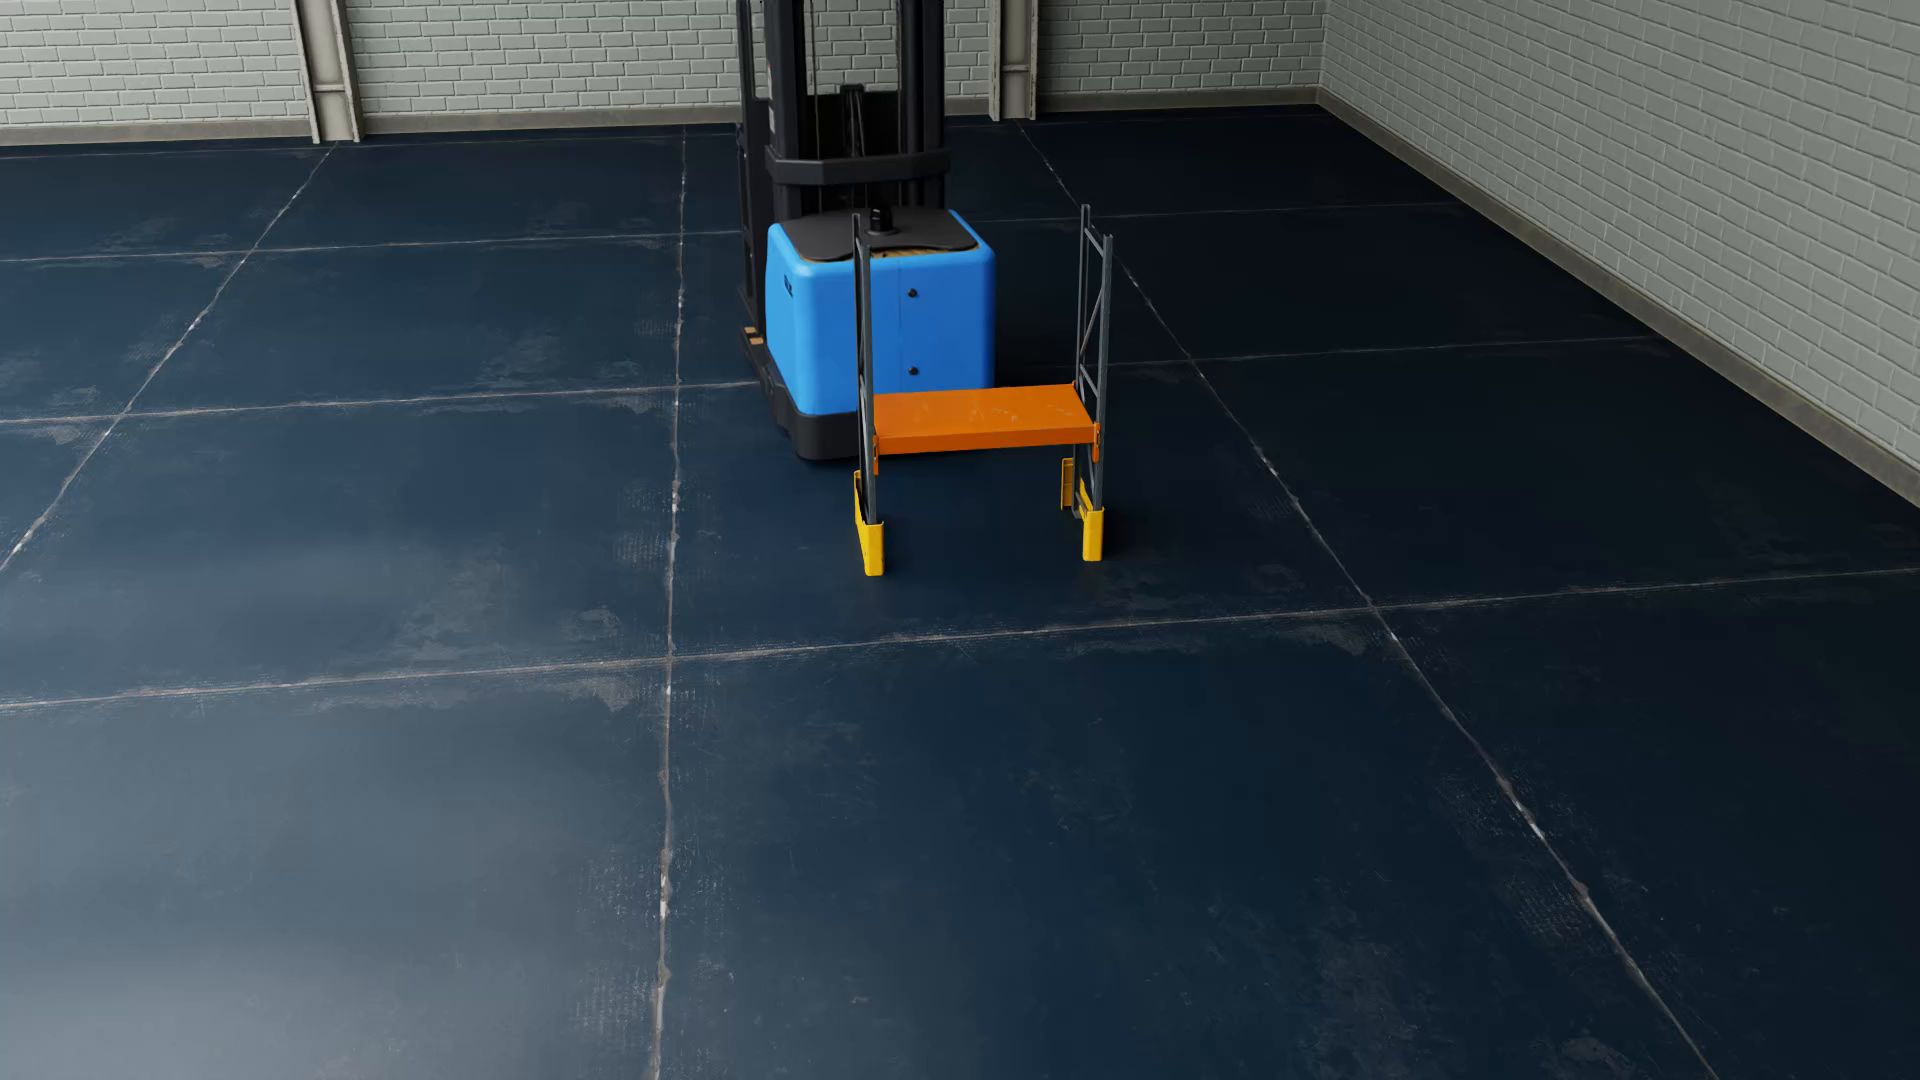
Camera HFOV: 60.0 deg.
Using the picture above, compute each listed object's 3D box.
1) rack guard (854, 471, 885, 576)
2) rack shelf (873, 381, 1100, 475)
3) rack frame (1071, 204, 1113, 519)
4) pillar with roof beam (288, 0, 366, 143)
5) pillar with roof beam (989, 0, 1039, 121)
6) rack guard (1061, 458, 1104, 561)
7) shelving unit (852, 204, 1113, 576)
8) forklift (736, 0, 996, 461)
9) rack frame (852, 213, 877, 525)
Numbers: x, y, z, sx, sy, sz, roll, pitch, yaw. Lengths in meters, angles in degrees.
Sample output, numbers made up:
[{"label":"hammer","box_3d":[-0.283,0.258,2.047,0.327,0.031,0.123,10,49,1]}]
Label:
[{"label":"rack guard","box_3d":[-0.418,-0.084,7.641,0.087,0.250,0.587,-4,27,-7]},{"label":"rack shelf","box_3d":[0.084,-0.513,7.500,1.000,0.185,0.538,-4,27,-7]},{"label":"rack frame","box_3d":[0.588,-0.705,7.481,0.032,1.500,0.500,-4,27,-7]},{"label":"pillar with roof beam","box_3d":[-4.859,-5.595,8.797,0.400,9.000,9.100,-4,27,-7]},{"label":"pillar with roof beam","box_3d":[1.083,-5.977,9.541,0.400,9.000,9.100,-4,27,-7]},{"label":"rack guard","box_3d":[0.569,-0.148,7.764,0.087,0.250,0.587,-4,27,-7]},{"label":"shelving unit","box_3d":[0.076,-0.672,7.417,1.083,1.500,0.587,-4,27,-7]},{"label":"forklift","box_3d":[-0.684,-2.357,9.133,1.130,2.935,3.031,-7,28,-14]},{"label":"rack frame","box_3d":[-0.419,-0.640,7.355,0.032,1.500,0.500,-4,27,-7]}]
